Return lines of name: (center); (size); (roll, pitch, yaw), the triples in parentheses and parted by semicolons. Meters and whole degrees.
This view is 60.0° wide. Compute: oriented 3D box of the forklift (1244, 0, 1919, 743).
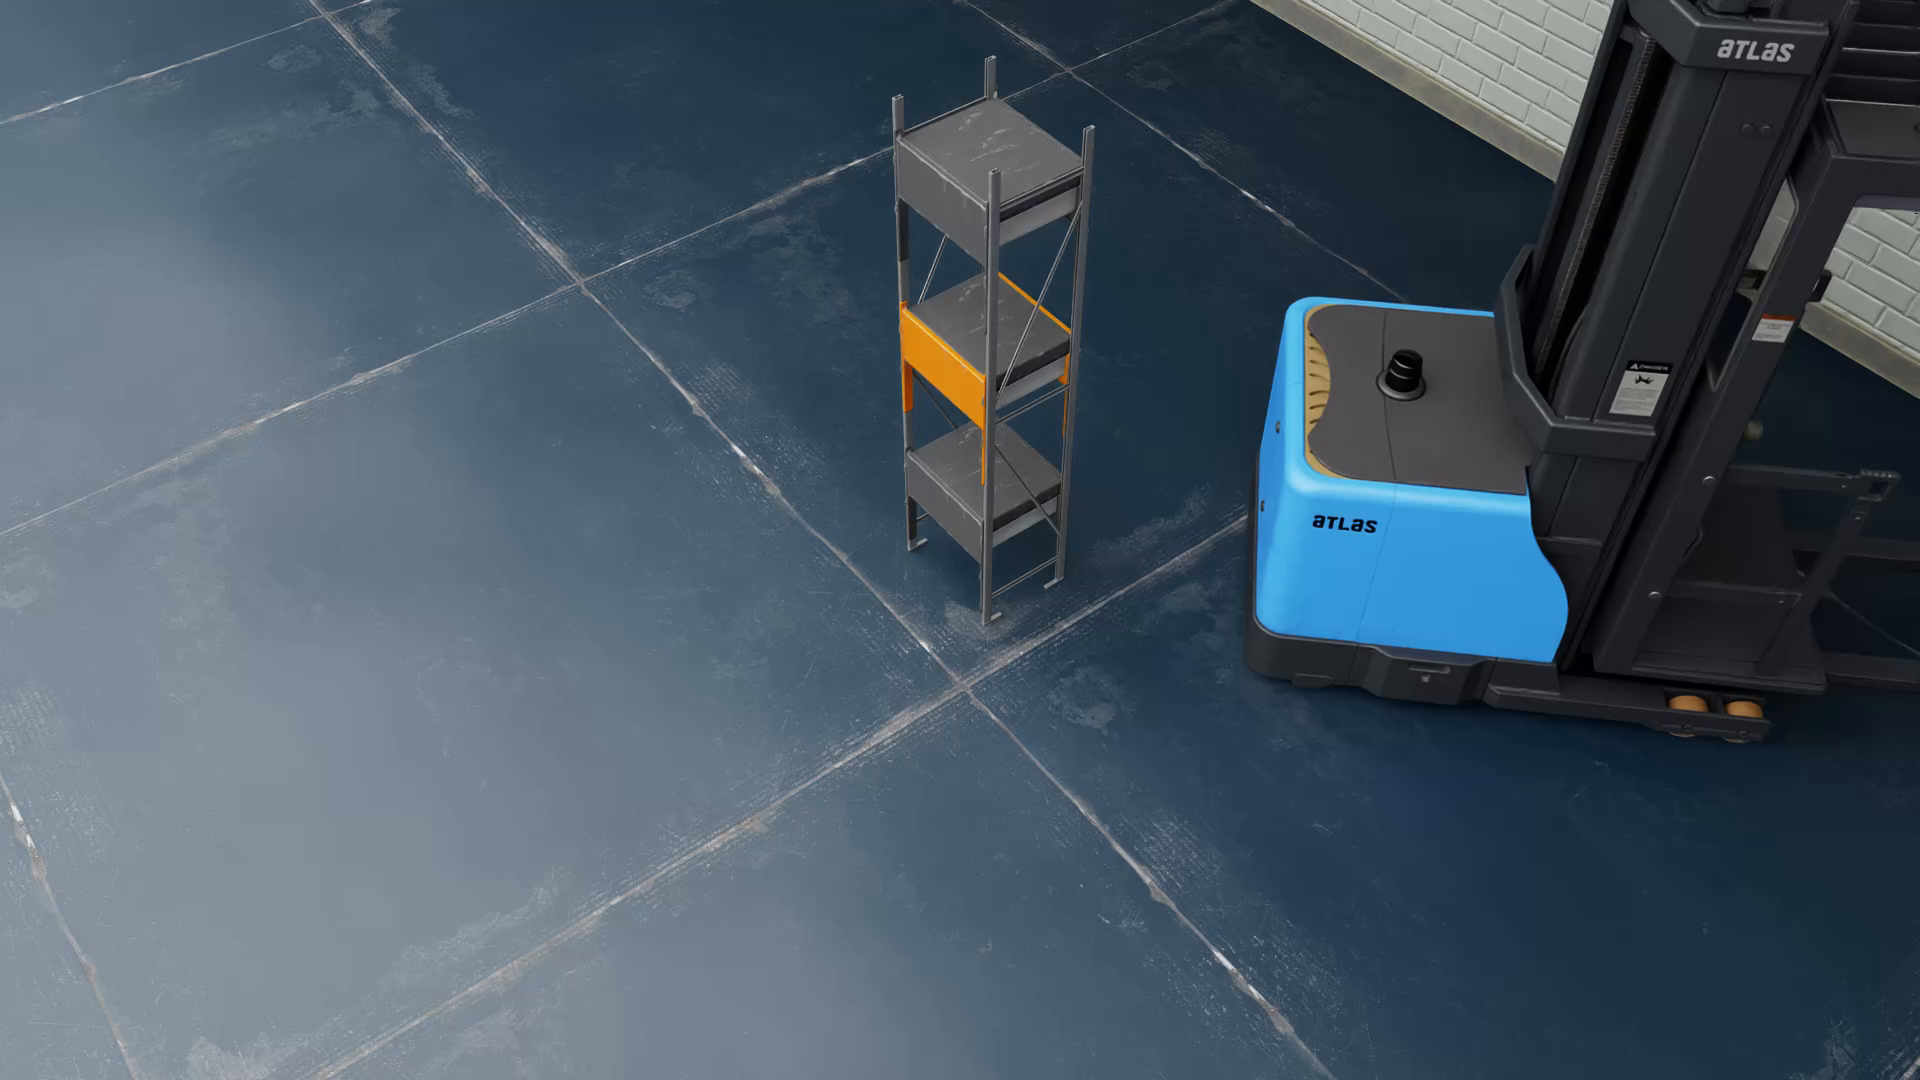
forklift: (2.629, -0.666, 5.375); (3.031, 2.935, 1.130); (6, 48, 5)

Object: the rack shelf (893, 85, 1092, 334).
rack shelf: (0.100, -1.069, 5.374); (0.431, 0.518, 0.480); (-29, 54, -24)

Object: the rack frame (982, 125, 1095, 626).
rack frame: (0.248, -0.464, 5.752); (0.400, 2.100, 0.015); (-29, 54, -24)

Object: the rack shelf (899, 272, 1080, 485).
rack shelf: (0.100, -0.598, 5.893); (0.431, 0.518, 0.480); (-29, 54, -24)

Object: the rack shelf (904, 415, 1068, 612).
rack shelf: (0.100, -0.128, 6.411); (0.431, 0.518, 0.480); (-29, 54, -24)

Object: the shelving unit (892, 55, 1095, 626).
shelving unit: (0.100, -0.608, 5.882); (0.431, 2.100, 0.503); (-29, 54, -24)

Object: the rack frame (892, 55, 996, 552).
rack frame: (-0.048, -0.751, 6.013); (0.400, 2.100, 0.015); (-29, 54, -24)
